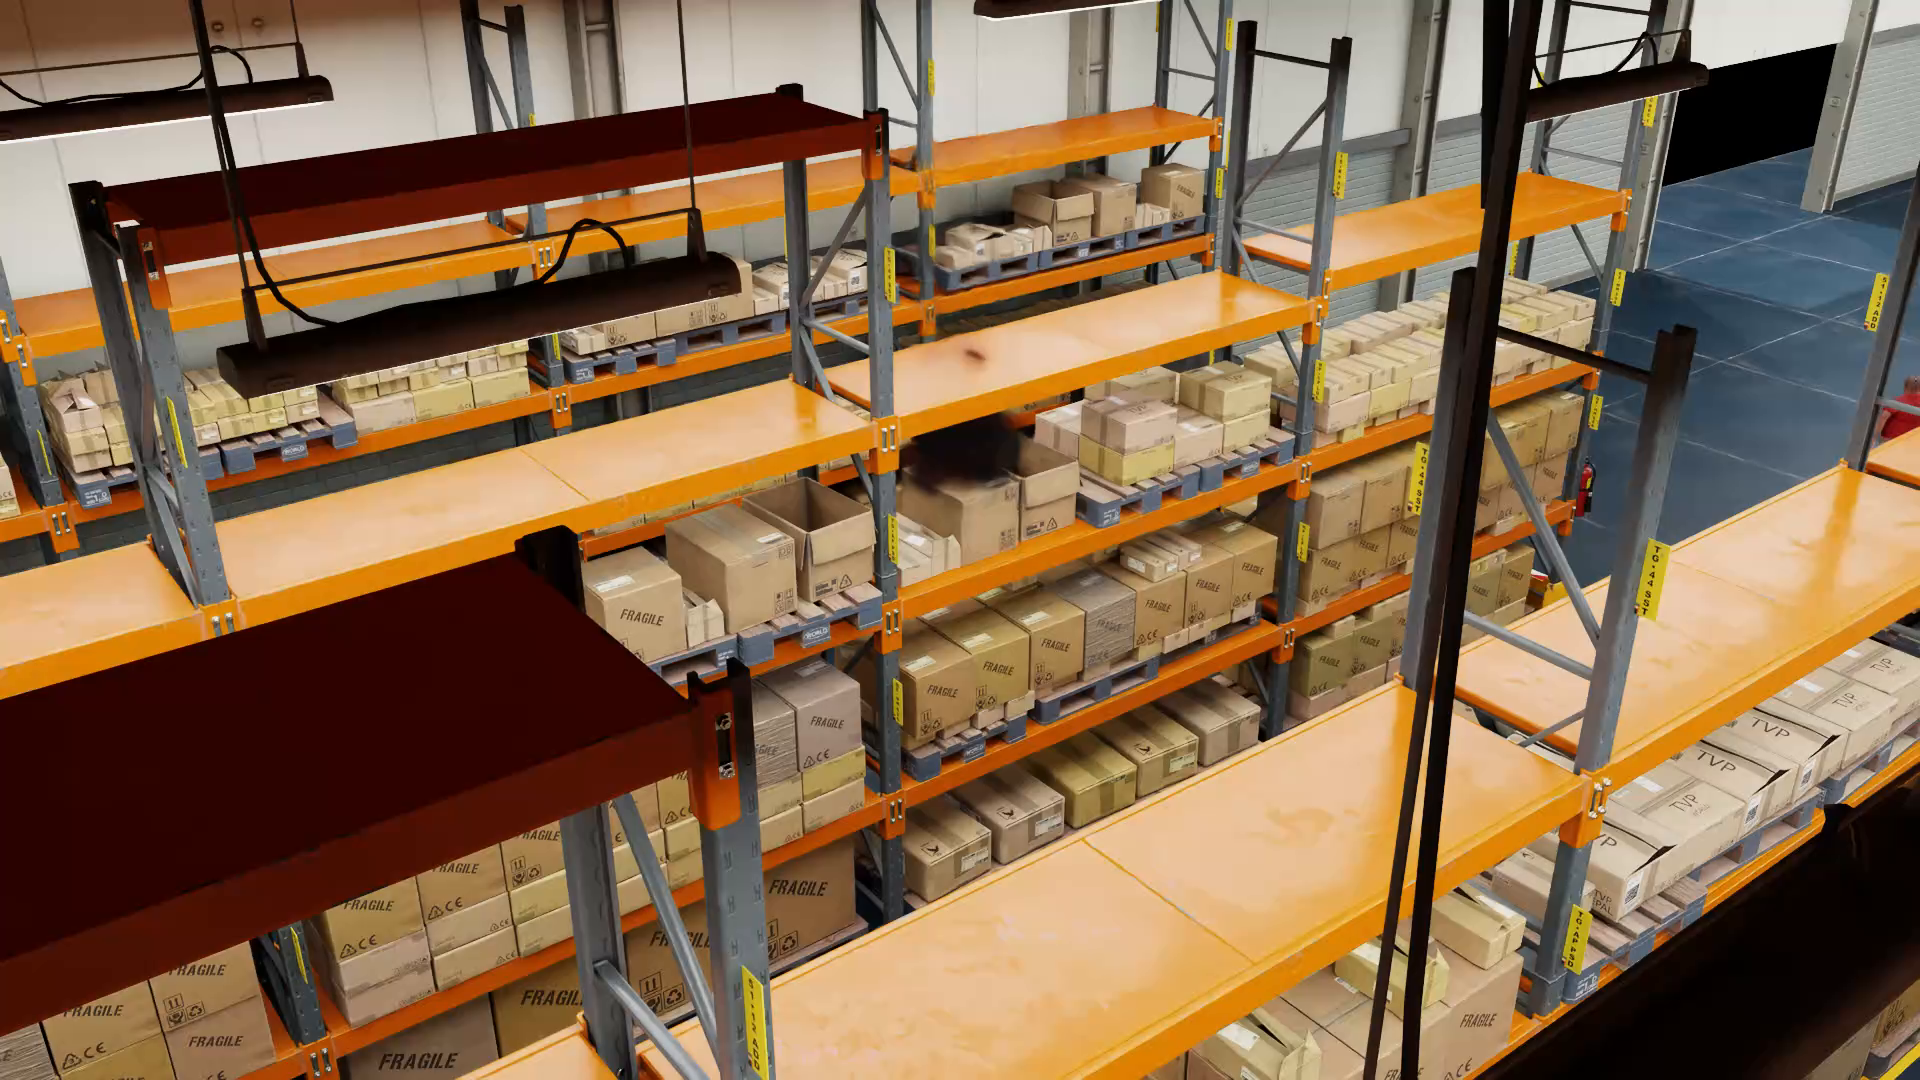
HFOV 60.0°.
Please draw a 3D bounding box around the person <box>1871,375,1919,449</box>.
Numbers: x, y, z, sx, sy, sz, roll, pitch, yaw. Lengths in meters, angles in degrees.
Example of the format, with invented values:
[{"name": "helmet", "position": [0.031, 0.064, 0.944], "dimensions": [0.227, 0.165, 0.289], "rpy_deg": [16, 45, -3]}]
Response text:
[{"name": "person", "position": [10.157, -0.905, 18.044], "dimensions": [0.686, 1.777, 0.874], "rpy_deg": [6, 27, 12]}]
